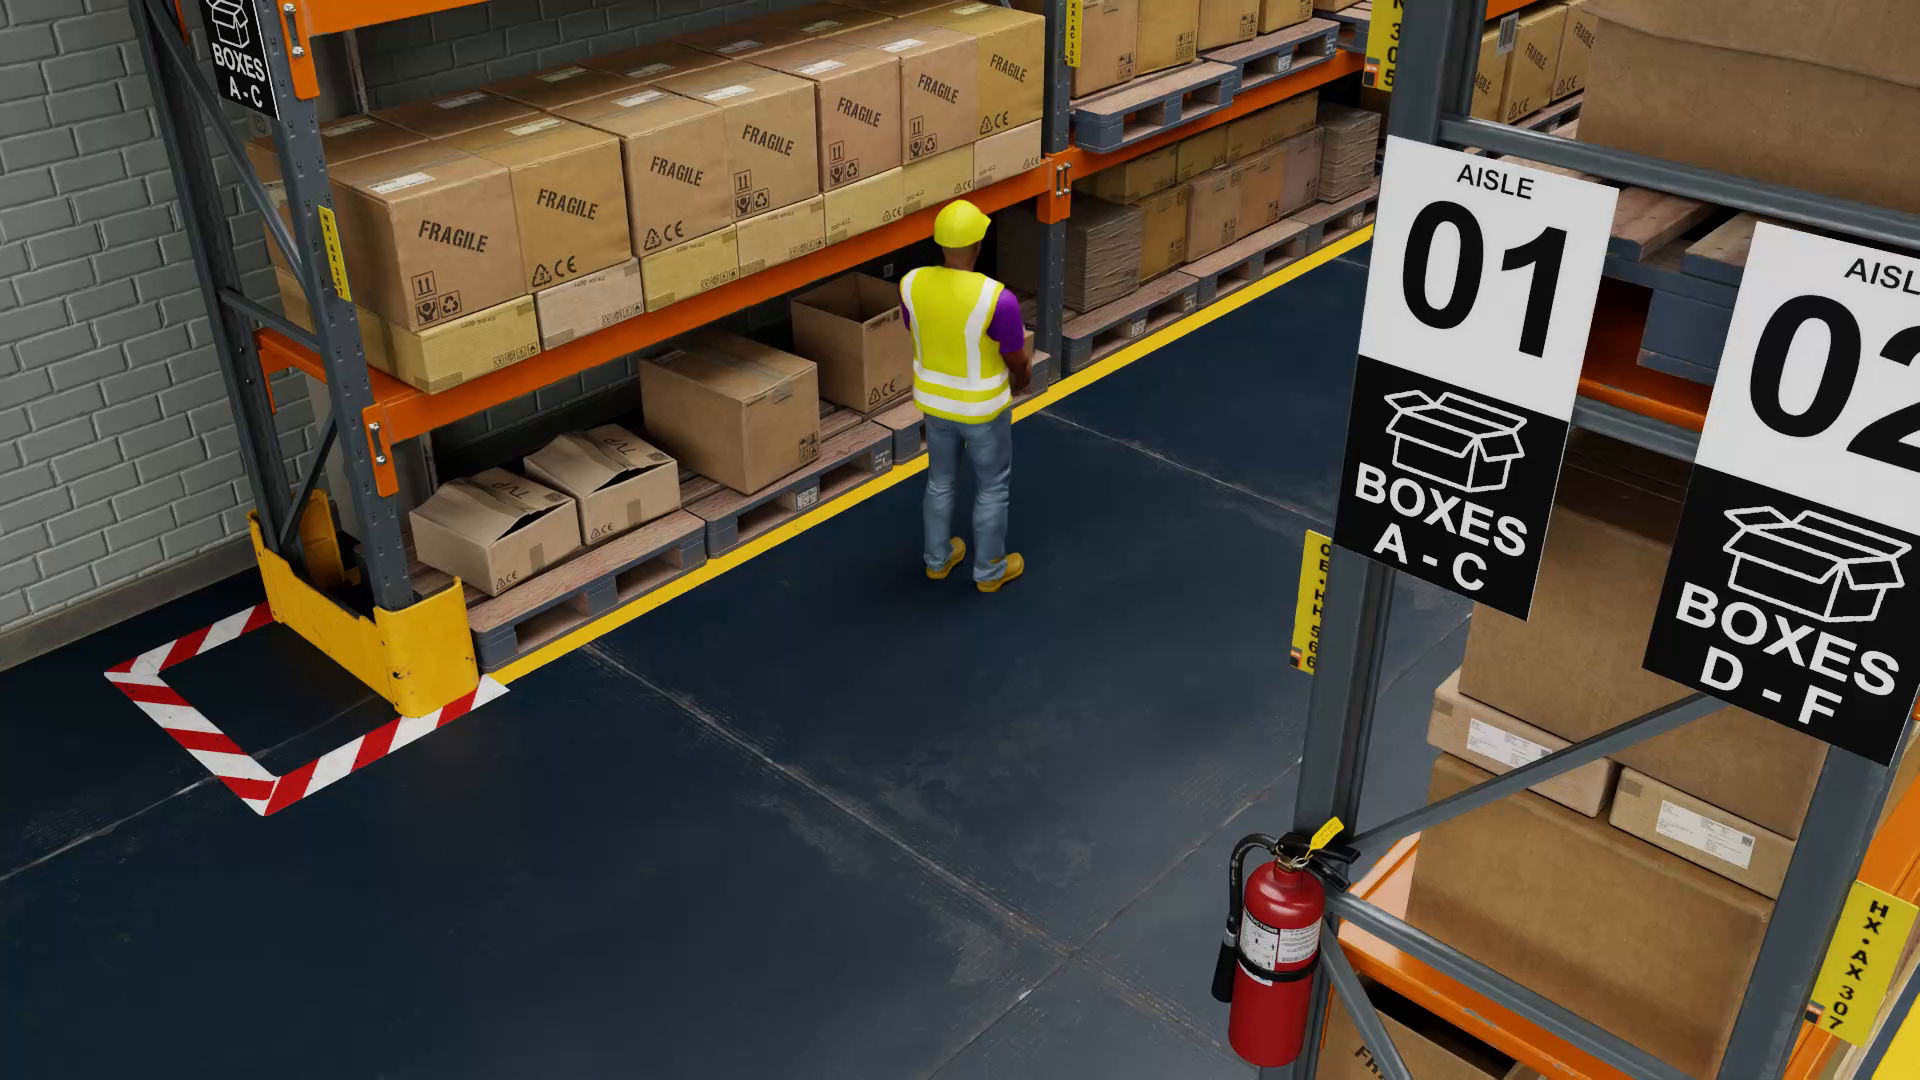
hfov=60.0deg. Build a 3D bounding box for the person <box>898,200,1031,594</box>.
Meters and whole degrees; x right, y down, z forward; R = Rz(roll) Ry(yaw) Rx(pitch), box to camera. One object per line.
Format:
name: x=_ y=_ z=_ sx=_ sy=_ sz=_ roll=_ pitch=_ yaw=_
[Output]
person: x=0.054 y=-0.630 z=7.151 sx=0.548 sy=1.769 sz=0.541 roll=16 pitch=35 yaw=24
